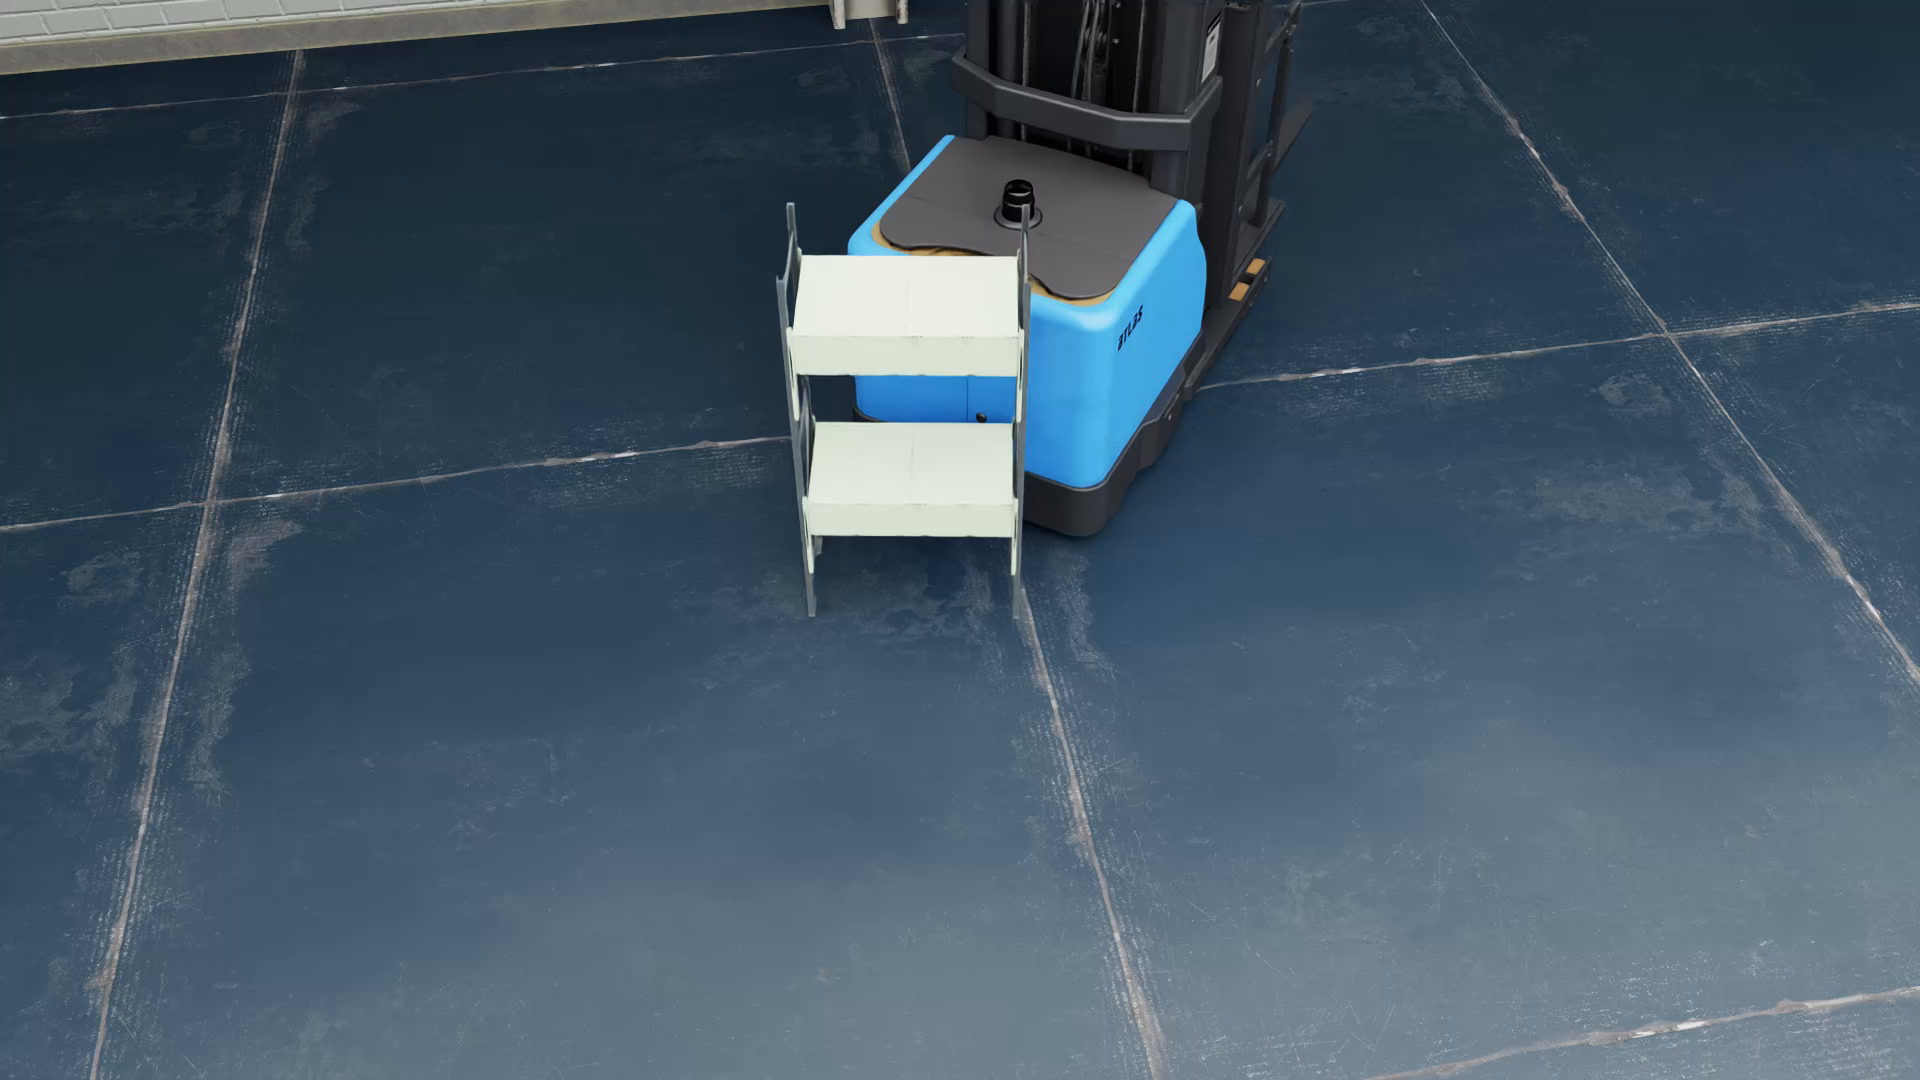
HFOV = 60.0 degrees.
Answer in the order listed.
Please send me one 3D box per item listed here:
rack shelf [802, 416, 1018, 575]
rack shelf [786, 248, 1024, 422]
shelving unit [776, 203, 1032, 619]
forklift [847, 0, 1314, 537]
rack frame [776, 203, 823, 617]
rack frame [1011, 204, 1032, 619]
[{"bbox_3d":[-0.164,-0.157,5.812,0.720,0.370,0.431,0,46,0],"label":"rack shelf"},{"bbox_3d":[-0.164,-0.654,5.296,0.720,0.370,0.431,0,46,0],"label":"rack shelf"},{"bbox_3d":[-0.164,-0.383,5.577,0.755,1.500,0.431,0,46,0],"label":"shelving unit"},{"bbox_3d":[0.708,-2.095,6.233,1.130,2.935,3.031,20,49,18],"label":"forklift"},{"bbox_3d":[-0.530,-0.386,5.580,0.023,1.500,0.400,0,46,0],"label":"rack frame"},{"bbox_3d":[0.202,-0.380,5.574,0.023,1.500,0.400,0,46,0],"label":"rack frame"}]
